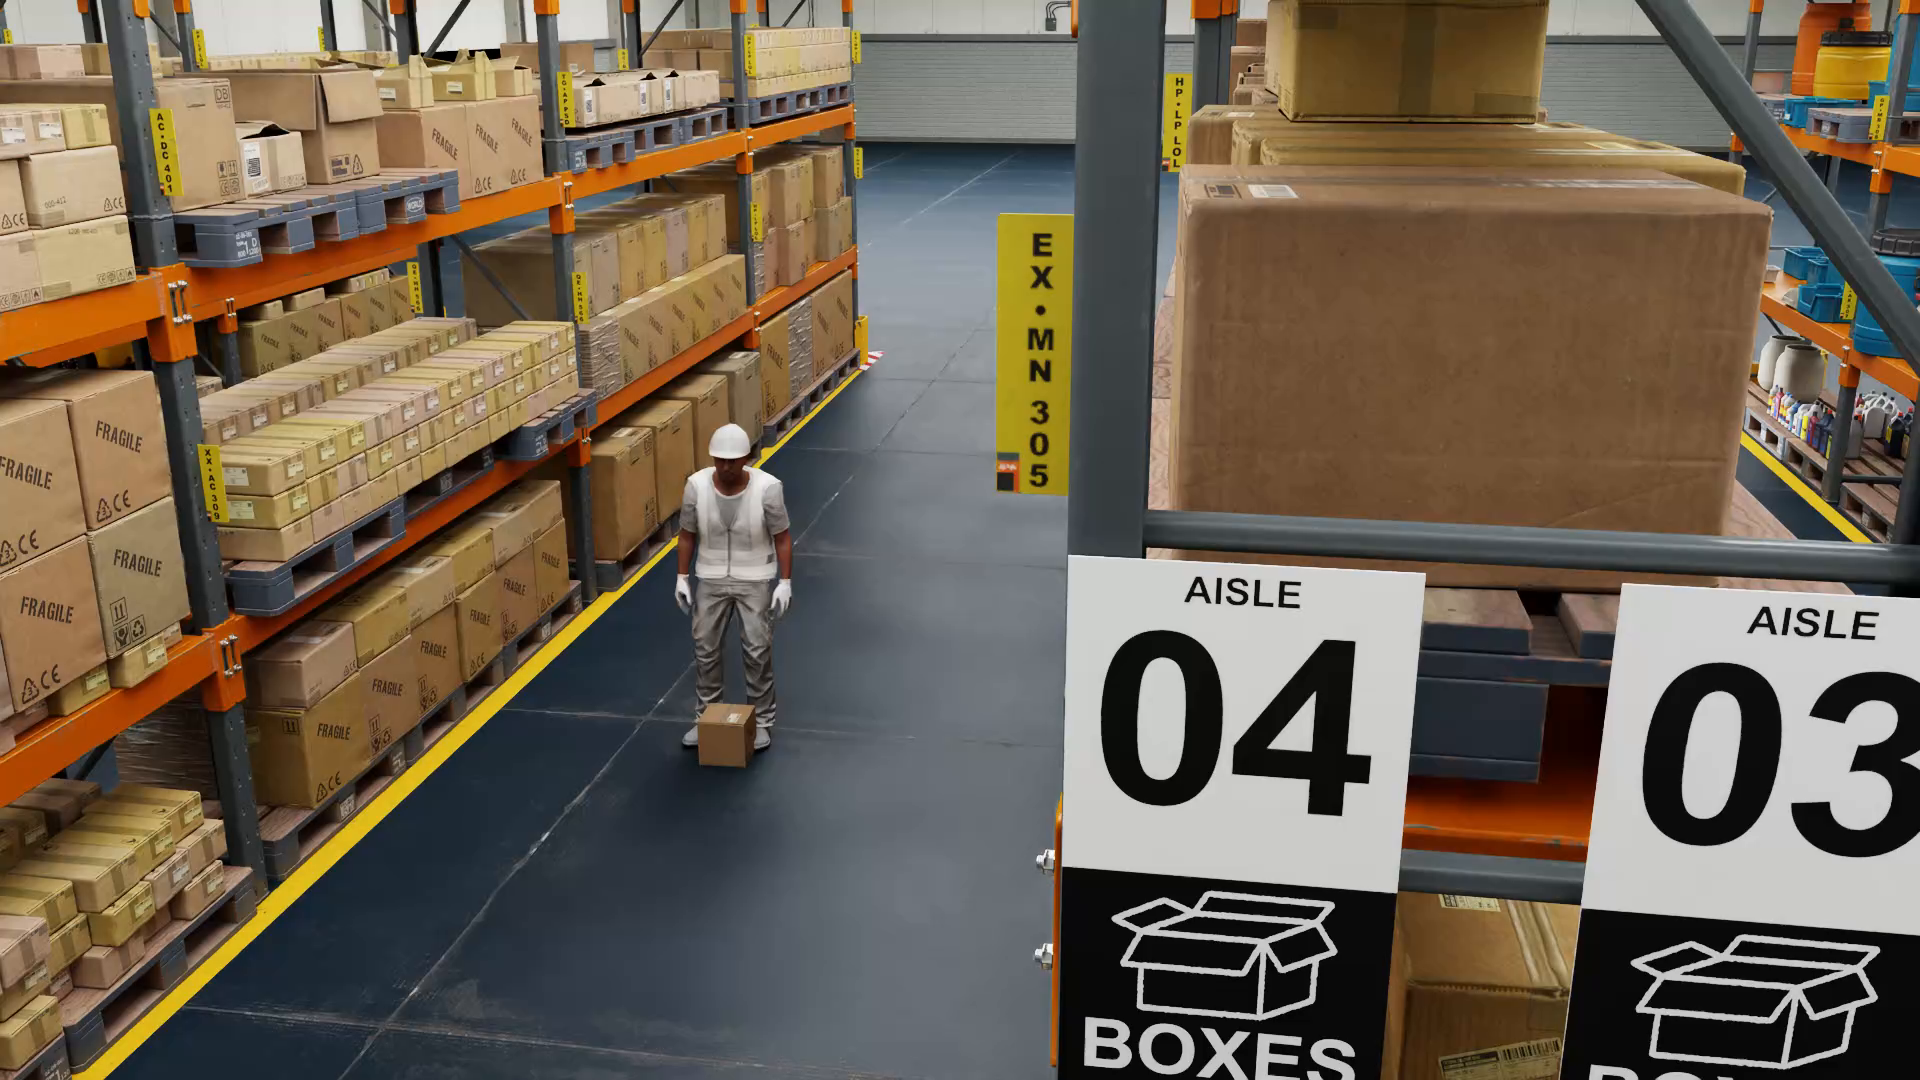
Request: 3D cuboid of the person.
[{"bbox_3d":[-1.194,0.239,8.786,0.625,1.773,0.452,2,18,5],"label":"person"}]
